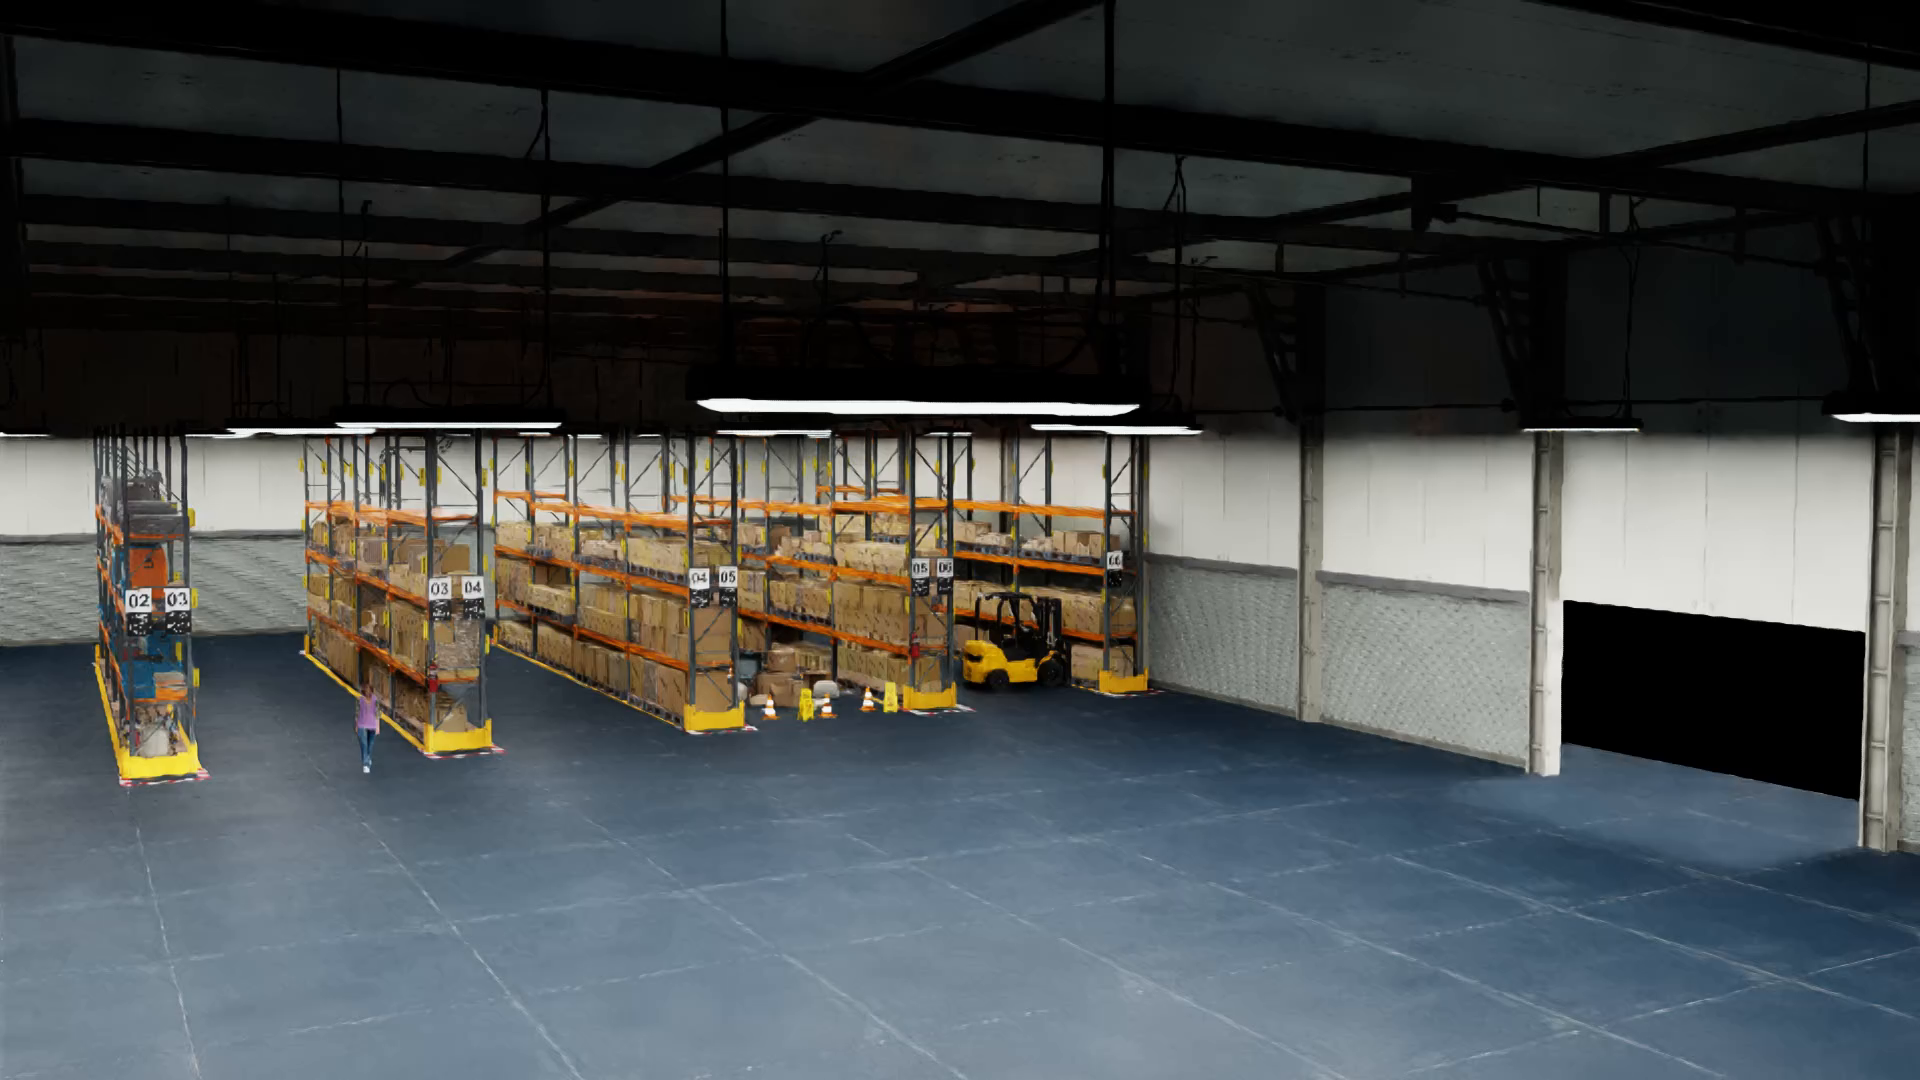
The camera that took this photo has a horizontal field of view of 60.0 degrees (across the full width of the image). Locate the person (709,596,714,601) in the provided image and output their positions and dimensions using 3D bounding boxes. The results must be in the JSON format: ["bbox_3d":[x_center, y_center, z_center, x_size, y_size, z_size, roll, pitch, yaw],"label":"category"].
[{"bbox_3d":[-6.484,2.274,43.109,0.557,1.650,0.587,0,3,-7],"label":"person"}]

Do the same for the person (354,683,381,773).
[{"bbox_3d":[-10.229,3.208,28.745,0.415,1.517,1.041,-2,4,-31],"label":"person"}]

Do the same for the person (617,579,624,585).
[{"bbox_3d":[-9.798,1.911,48.164,0.375,1.768,0.644,-3,5,-42],"label":"person"}]

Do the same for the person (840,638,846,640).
[{"bbox_3d":[-3.107,2.022,47.085,0.545,1.669,0.545,-1,4,-10],"label":"person"}]
